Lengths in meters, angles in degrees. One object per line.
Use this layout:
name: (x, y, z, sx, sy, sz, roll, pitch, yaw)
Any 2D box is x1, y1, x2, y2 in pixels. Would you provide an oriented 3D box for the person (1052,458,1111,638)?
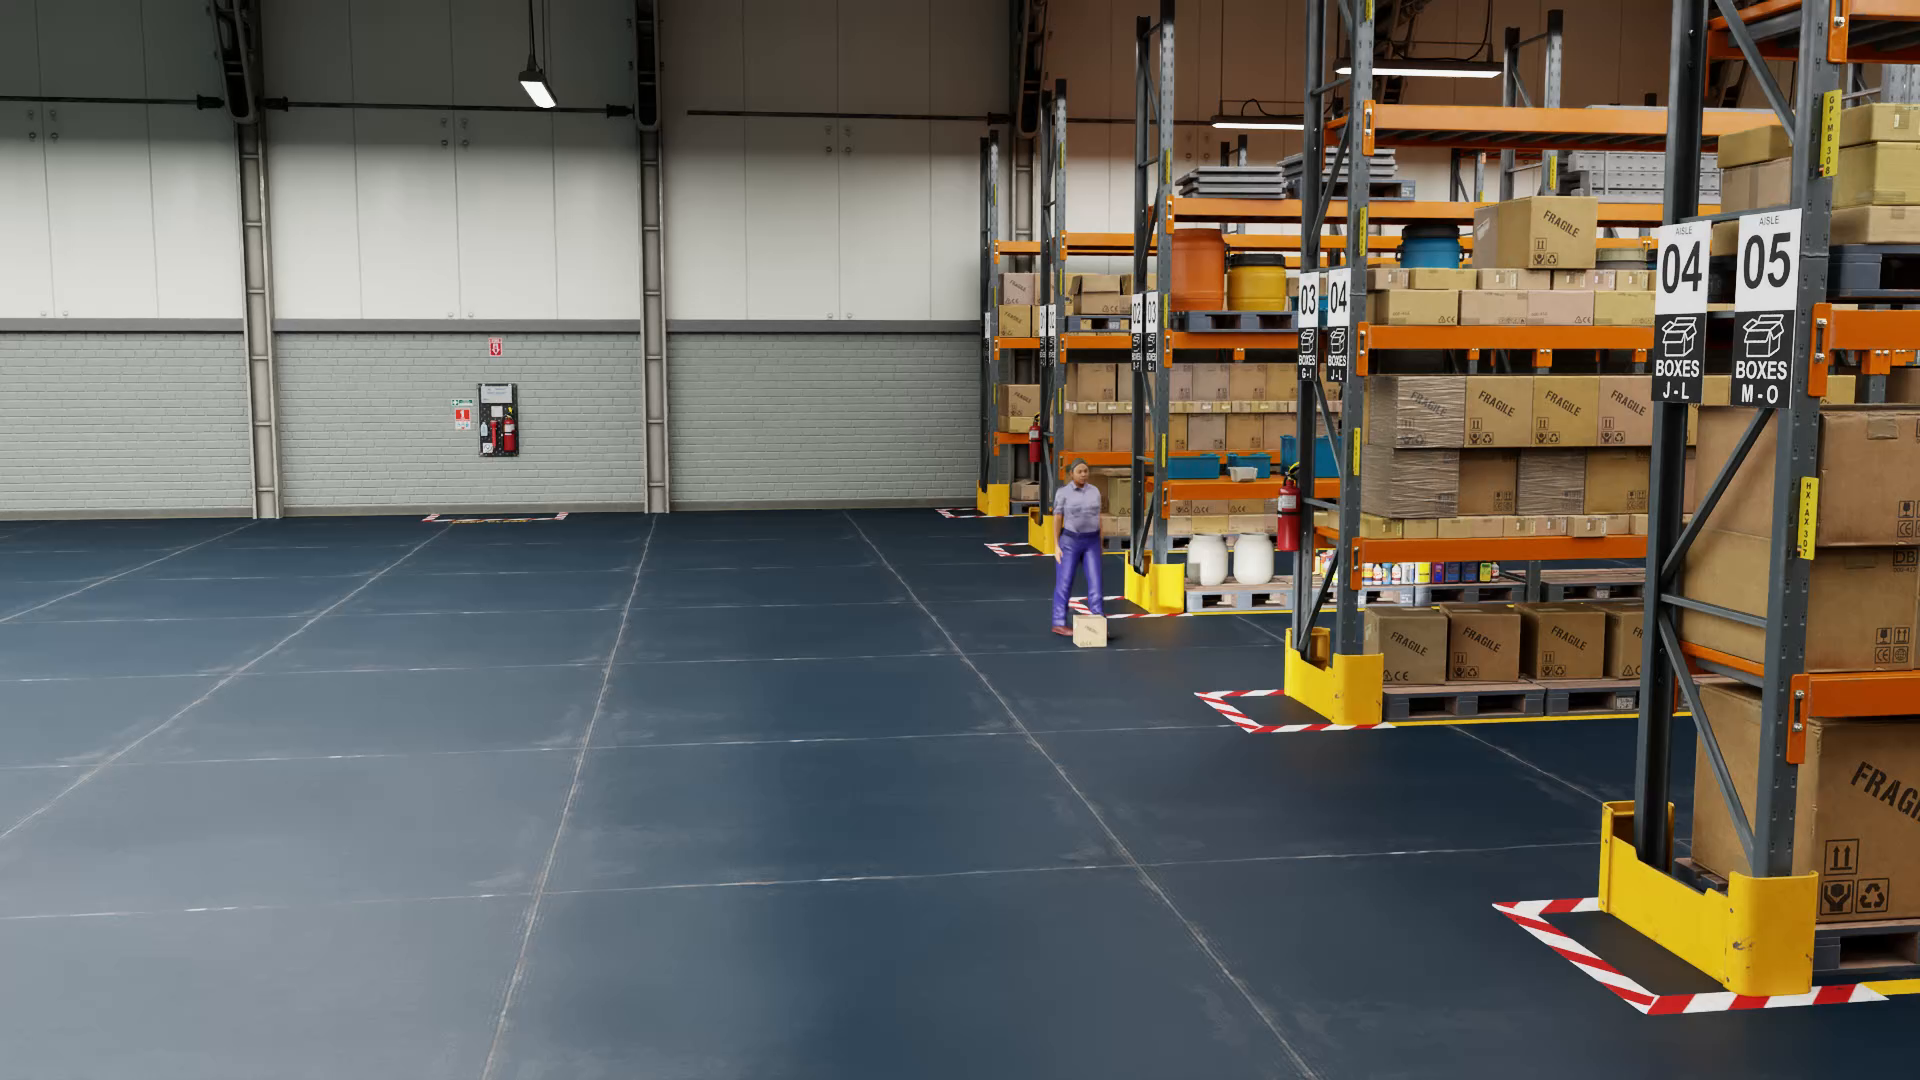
person: (1.130, 0.072, 15.263, 0.492, 1.648, 0.547, -2, 7, -19)
